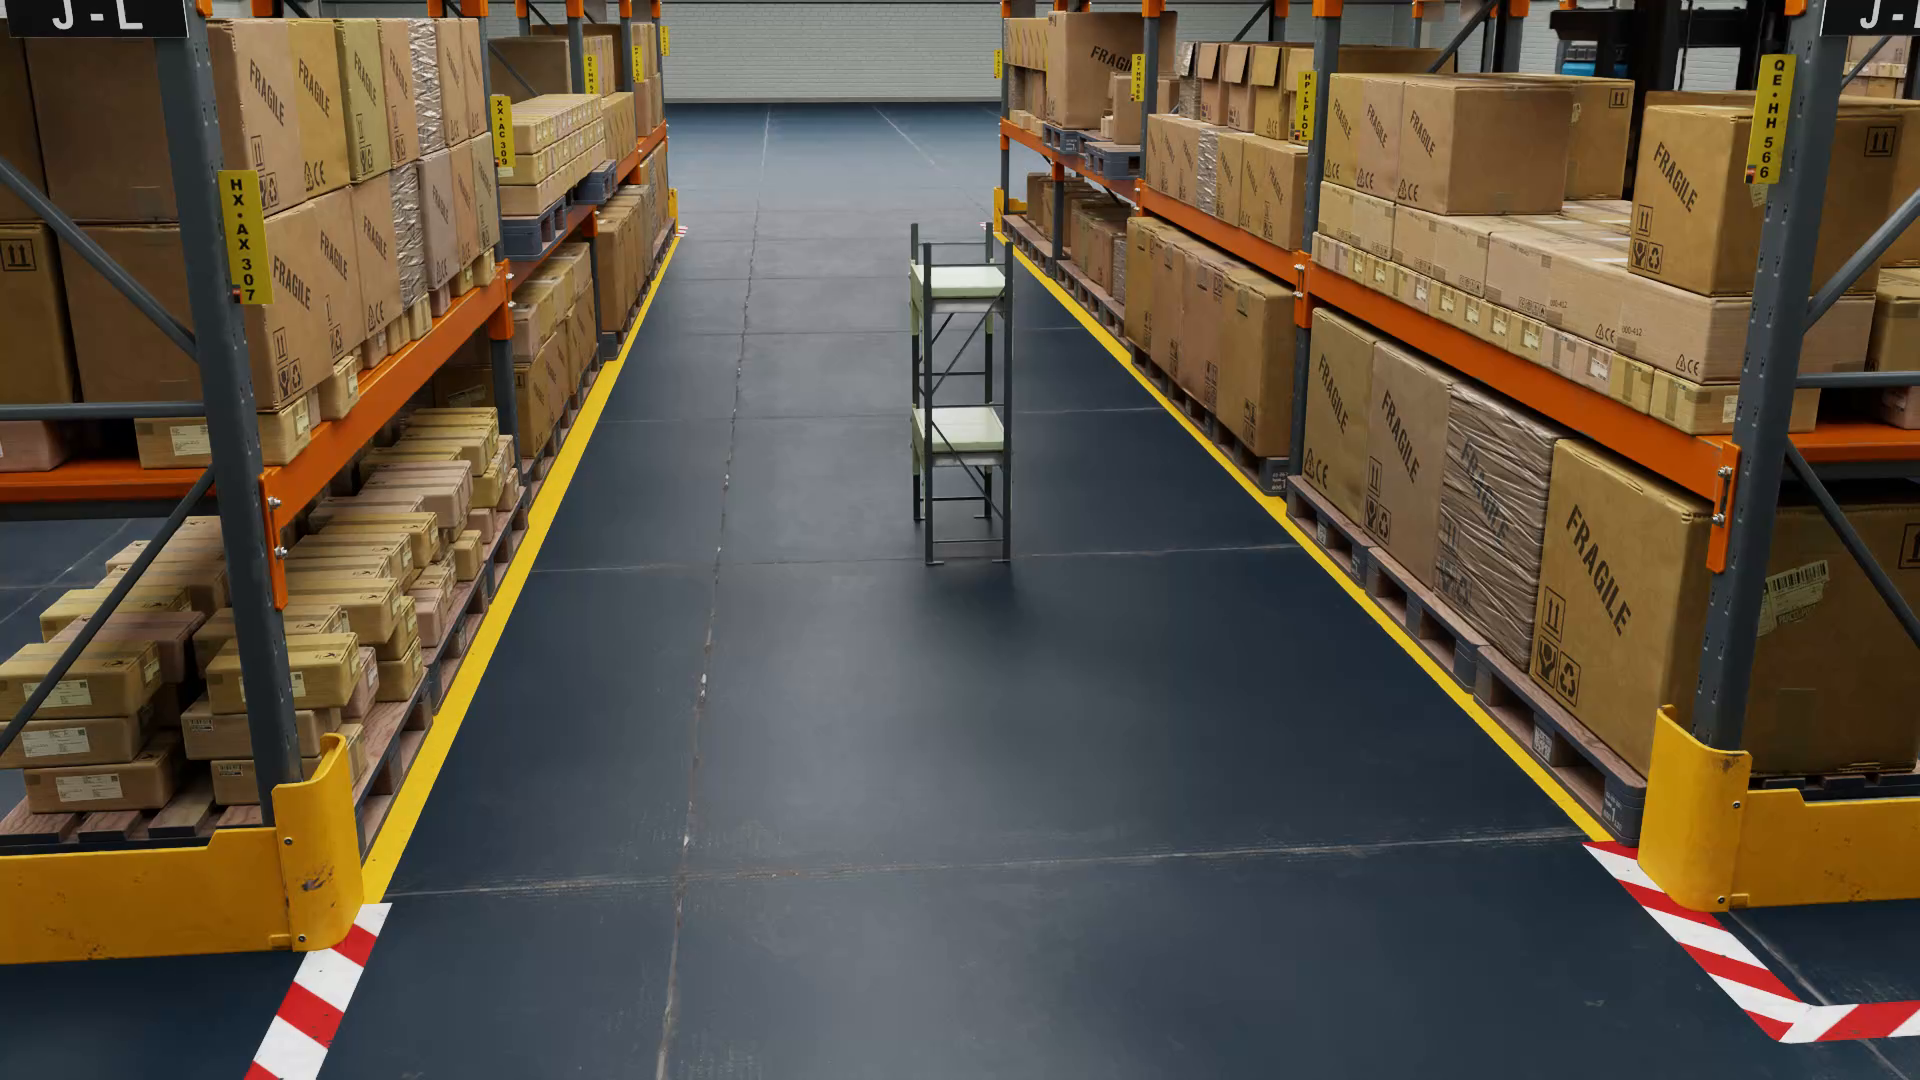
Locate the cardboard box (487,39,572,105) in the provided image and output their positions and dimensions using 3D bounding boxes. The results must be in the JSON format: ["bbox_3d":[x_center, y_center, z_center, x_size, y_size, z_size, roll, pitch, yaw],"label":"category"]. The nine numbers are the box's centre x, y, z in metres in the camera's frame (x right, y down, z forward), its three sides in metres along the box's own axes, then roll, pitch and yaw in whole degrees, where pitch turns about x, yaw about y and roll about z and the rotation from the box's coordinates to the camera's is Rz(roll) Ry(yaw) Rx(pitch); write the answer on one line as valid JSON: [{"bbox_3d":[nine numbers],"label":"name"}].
[{"bbox_3d":[-3.161,-3.355,12.020,0.700,0.500,0.500,-2,18,-6],"label":"cardboard box"}]

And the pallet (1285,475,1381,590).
[{"bbox_3d":[2.232,-0.068,8.043,1.003,0.211,1.213,-2,18,-6],"label":"pallet"}]

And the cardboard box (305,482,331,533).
[{"bbox_3d":[-2.734,-0.128,6.642,0.380,0.149,0.250,-3,18,-8],"label":"cardboard box"}]

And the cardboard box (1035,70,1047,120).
[{"bbox_3d":[1.253,-4.633,17.262,0.875,0.500,0.500,-2,18,-6],"label":"cardboard box"}]

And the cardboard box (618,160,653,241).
[{"bbox_3d":[-3.533,-3.264,16.413,0.875,0.875,0.875,-2,17,-5],"label":"cardboard box"}]

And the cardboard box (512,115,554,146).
[{"bbox_3d":[-2.354,-2.160,8.774,0.380,0.149,0.250,-2,18,-5],"label":"cardboard box"}]

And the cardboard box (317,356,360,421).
[{"bbox_3d":[-2.049,-0.456,5.041,0.380,0.149,0.250,-2,18,-7],"label":"cardboard box"}]

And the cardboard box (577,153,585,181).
[{"bbox_3d":[-2.490,-2.262,10.092,0.380,0.149,0.250,-1,17,-4],"label":"cardboard box"}]

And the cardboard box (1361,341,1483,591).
[{"bbox_3d":[2.313,-0.347,7.121,0.875,0.875,0.875,-2,18,-6],"label":"cardboard box"}]

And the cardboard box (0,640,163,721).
[{"bbox_3d":[-2.606,0.413,4.918,0.380,0.149,0.250,-2,17,-5],"label":"cardboard box"}]

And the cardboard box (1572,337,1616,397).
[{"bbox_3d":[2.226,-0.565,5.387,0.380,0.149,0.250,-2,18,-6],"label":"cardboard box"}]

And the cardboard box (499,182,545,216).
[{"bbox_3d":[-2.295,-1.717,8.356,0.380,0.149,0.250,-3,18,-8],"label":"cardboard box"}]

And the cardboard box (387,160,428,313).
[{"bbox_3d":[-2.248,-1.102,6.014,0.500,0.500,0.500,-2,18,-7],"label":"cardboard box"}]

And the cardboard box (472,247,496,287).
[{"bbox_3d":[-2.315,-1.234,7.518,0.380,0.149,0.250,-2,18,-7],"label":"cardboard box"}]

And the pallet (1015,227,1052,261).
[{"bbox_3d":[1.173,-3.244,18.158,1.003,0.211,1.213,-2,18,-6],"label":"pallet"}]

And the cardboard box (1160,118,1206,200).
[{"bbox_3d":[1.654,-2.560,11.158,0.500,0.500,0.500,-2,18,-7],"label":"cardboard box"}]

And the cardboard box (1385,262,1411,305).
[{"bbox_3d":[2.042,-1.098,7.087,0.380,0.149,0.250,-2,18,-6],"label":"cardboard box"}]

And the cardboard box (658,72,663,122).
[{"bbox_3d":[-3.867,-5.042,18.980,0.875,0.550,0.550,-2,18,-6],"label":"cardboard box"}]

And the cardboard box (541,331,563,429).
[{"bbox_3d":[-2.581,-0.898,9.503,0.500,0.500,0.500,-1,17,-3],"label":"cardboard box"}]

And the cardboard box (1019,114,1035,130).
[{"bbox_3d":[0.844,-4.541,18.053,0.380,0.149,0.250,-2,18,-6],"label":"cardboard box"}]

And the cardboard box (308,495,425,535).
[{"bbox_3d":[-2.292,-0.067,6.448,0.380,0.149,0.250,-2,18,-6],"label":"cardboard box"}]

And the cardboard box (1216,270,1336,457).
[{"bbox_3d":[2.146,-1.004,9.215,1.225,0.875,0.875,-2,18,-5],"label":"cardboard box"}]

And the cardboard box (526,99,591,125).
[{"bbox_3d":[-2.536,-2.697,10.483,0.380,0.149,0.250,-1,17,-4],"label":"cardboard box"}]

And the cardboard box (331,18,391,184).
[{"bbox_3d":[-2.172,-1.427,5.383,0.500,0.500,0.500,-2,18,-7],"label":"cardboard box"}]

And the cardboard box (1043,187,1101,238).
[{"bbox_3d":[1.196,-3.492,17.765,0.500,0.500,0.500,-3,18,-11],"label":"cardboard box"}]

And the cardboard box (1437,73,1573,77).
[{"bbox_3d":[2.545,-1.927,7.810,0.500,0.500,0.500,-1,17,-4],"label":"cardboard box"}]

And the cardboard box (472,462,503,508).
[{"bbox_3d":[-2.278,-0.243,7.506,0.380,0.149,0.250,-2,18,-8],"label":"cardboard box"}]

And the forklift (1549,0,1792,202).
[{"bbox_3d":[4.288,-2.225,10.372,1.130,2.935,3.031,-2,18,-7],"label":"forklift"}]

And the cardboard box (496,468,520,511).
[{"bbox_3d":[-2.333,-0.239,7.987,0.380,0.149,0.250,-2,17,-5],"label":"cardboard box"}]

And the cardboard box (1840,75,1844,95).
[{"bbox_3d":[10.883,-5.416,20.254,0.700,0.500,0.500,-2,18,-6],"label":"cardboard box"}]

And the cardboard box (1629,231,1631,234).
[{"bbox_3d":[2.755,-0.962,5.988,0.500,0.250,0.500,-2,18,-7],"label":"cardboard box"}]

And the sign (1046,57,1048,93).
[{"bbox_3d":[0.868,-4.405,15.756,0.100,0.325,0.005,-2,18,-6],"label":"sign"}]

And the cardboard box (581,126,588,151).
[{"bbox_3d":[-2.513,-2.479,10.288,0.380,0.149,0.250,-2,18,-6],"label":"cardboard box"}]

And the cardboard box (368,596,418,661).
[{"bbox_3d":[-2.102,0.308,5.751,0.380,0.149,0.250,-1,17,-4],"label":"cardboard box"}]

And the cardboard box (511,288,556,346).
[{"bbox_3d":[-2.583,-1.257,9.394,0.500,0.250,0.500,-1,17,-4],"label":"cardboard box"}]

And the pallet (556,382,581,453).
[{"bbox_3d":[-2.923,-0.770,10.279,1.003,0.211,1.213,-2,18,-6],"label":"pallet"}]

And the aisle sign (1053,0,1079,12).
[{"bbox_3d":[1.286,-6.471,19.441,0.394,0.787,0.004,-2,18,-6],"label":"aisle sign"}]

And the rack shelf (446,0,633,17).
[{"bbox_3d":[-3.331,-4.380,13.314,1.077,0.370,4.000,-2,18,-6],"label":"rack shelf"}]

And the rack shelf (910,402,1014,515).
[{"bbox_3d":[-0.001,-0.407,8.056,0.431,0.370,0.720,-2,18,-6],"label":"rack shelf"}]

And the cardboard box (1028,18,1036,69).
[{"bbox_3d":[0.983,-5.101,17.086,0.500,0.500,0.500,-2,18,-6],"label":"cardboard box"}]

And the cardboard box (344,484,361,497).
[{"bbox_3d":[-2.792,-0.144,7.191,0.380,0.149,0.250,-3,18,-8],"label":"cardboard box"}]

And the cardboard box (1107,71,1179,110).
[{"bbox_3d":[1.677,-3.747,14.232,0.797,0.503,0.637,0,17,0],"label":"cardboard box"}]

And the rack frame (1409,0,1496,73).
[{"bbox_3d":[5.920,-5.356,20.230,1.000,3.000,0.127,-2,18,-6],"label":"rack frame"}]

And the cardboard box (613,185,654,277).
[{"bbox_3d":[-3.384,-2.833,15.248,1.050,0.750,0.750,-2,18,-6],"label":"cardboard box"}]

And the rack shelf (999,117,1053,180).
[{"bbox_3d":[1.200,-4.264,17.952,1.077,0.370,4.000,-2,18,-6],"label":"rack shelf"}]

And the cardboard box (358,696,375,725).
[{"bbox_3d":[-2.176,0.532,5.534,0.380,0.149,0.250,-2,17,-5],"label":"cardboard box"}]

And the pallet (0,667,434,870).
[{"bbox_3d":[-2.356,0.752,5.430,1.003,0.211,1.213,-2,18,-6],"label":"pallet"}]

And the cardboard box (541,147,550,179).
[{"bbox_3d":[-2.324,-1.936,8.557,0.380,0.149,0.250,-2,18,-7],"label":"cardboard box"}]

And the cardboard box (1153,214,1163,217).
[{"bbox_3d":[1.720,-2.393,12.979,0.500,0.250,0.500,-1,17,-3],"label":"cardboard box"}]

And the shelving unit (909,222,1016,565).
[{"bbox_3d":[-0.001,-0.718,7.959,0.431,1.500,0.755,-2,18,-6],"label":"shelving unit"}]

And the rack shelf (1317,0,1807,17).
[{"bbox_3d":[2.438,-2.120,6.115,1.077,0.370,4.000,-2,18,-6],"label":"rack shelf"}]

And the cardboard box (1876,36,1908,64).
[{"bbox_3d":[11.001,-5.713,19.033,0.700,0.500,0.500,-2,18,-5],"label":"cardboard box"}]

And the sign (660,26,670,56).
[{"bbox_3d":[-3.409,-5.758,19.181,0.100,0.325,0.005,-2,18,-6],"label":"sign"}]

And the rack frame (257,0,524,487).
[{"bbox_3d":[-2.712,-1.505,7.962,1.000,3.000,0.127,-2,18,-6],"label":"rack frame"}]

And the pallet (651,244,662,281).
[{"bbox_3d":[-3.538,-2.787,16.701,1.003,0.211,1.213,-2,18,-6],"label":"pallet"}]

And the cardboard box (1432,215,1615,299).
[{"bbox_3d":[2.168,-1.100,6.428,0.500,0.250,0.500,-2,18,-6],"label":"cardboard box"}]
